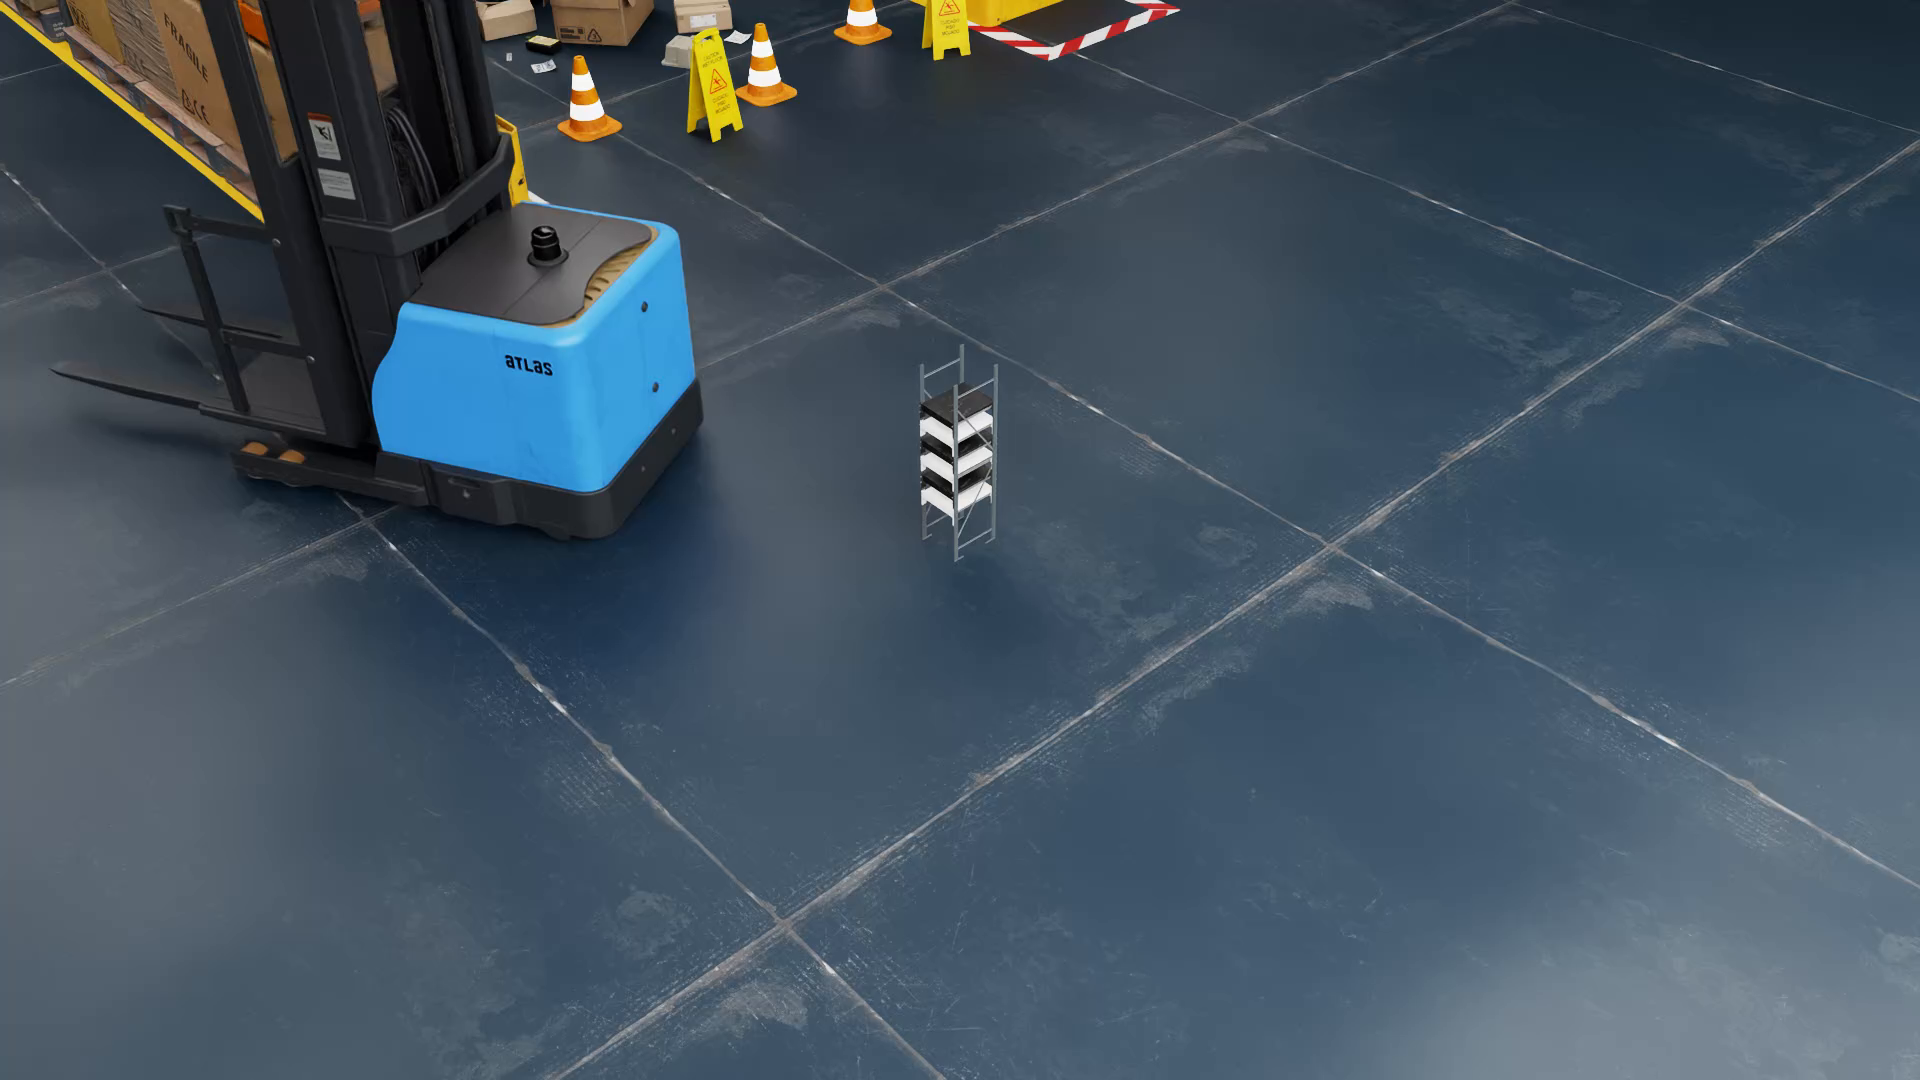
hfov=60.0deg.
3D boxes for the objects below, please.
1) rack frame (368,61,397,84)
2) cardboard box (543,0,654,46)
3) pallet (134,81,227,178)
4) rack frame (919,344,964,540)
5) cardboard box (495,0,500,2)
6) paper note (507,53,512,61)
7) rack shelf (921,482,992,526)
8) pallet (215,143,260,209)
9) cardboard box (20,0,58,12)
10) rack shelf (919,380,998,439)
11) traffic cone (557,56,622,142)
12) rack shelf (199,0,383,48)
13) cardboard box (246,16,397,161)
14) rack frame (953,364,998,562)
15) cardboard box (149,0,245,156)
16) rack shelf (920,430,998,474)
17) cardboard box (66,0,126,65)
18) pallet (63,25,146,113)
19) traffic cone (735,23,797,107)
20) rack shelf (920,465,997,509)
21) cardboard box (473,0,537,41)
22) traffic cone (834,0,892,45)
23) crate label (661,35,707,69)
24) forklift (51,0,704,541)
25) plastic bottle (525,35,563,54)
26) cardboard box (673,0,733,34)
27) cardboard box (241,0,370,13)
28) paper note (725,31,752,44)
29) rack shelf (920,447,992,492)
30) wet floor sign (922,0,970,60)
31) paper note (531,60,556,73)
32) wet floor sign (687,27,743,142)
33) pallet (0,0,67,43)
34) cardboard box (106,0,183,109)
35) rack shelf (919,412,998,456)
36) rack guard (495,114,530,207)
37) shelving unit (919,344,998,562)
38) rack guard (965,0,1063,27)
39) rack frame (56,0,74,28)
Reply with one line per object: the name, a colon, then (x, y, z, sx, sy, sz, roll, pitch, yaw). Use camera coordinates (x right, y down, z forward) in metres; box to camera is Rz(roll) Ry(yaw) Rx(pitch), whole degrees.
rack frame: (-3.015, -2.910, 8.465, 1.000, 3.000, 0.127, -30, 48, -32)
cardboard box: (-2.490, -3.826, 11.586, 0.637, 0.503, 0.797, 5, 39, 6)
pallet: (-4.434, -2.726, 10.457, 1.003, 0.211, 1.213, -30, 48, -32)
rack frame: (-0.074, -0.401, 7.030, 0.240, 0.900, 0.006, -30, 48, -32)
cardboard box: (-3.128, -4.308, 12.075, 0.797, 0.637, 0.503, -30, 48, -32)
paper note: (-3.067, -3.287, 11.312, 0.032, 0.001, 0.123, -8, 40, -10)
rack shelf: (-0.005, -0.188, 7.106, 0.258, 0.077, 0.200, -30, 48, -32)
pallet: (-3.613, -2.162, 9.758, 1.003, 0.211, 1.213, -30, 48, -32)
cardboard box: (-6.206, -4.298, 11.641, 1.050, 0.750, 0.750, -30, 48, -32)
rack shelf: (-0.005, -0.538, 6.823, 0.258, 0.077, 0.200, -30, 48, -32)
traffic cone: (-2.328, -2.772, 10.314, 0.336, 0.463, 0.334, -30, 48, -32)
rack shelf: (-4.367, -3.555, 9.837, 1.077, 0.370, 4.000, -30, 48, -32)
cardboard box: (-3.522, -2.532, 9.355, 0.875, 0.875, 0.875, -30, 47, -32)
rack frame: (0.063, -0.307, 6.914, 0.240, 0.900, 0.006, -30, 48, -32)
cardboard box: (-4.119, -2.938, 9.858, 0.875, 0.875, 0.875, -31, 48, -32)
rack shelf: (-0.005, -0.398, 6.936, 0.258, 0.077, 0.200, -30, 48, -32)
cardboard box: (-5.346, -3.777, 10.896, 0.875, 0.875, 0.875, -29, 47, -31)
pallet: (-5.263, -3.291, 11.157, 1.003, 0.211, 1.213, -30, 48, -32)
traffic cone: (-1.266, -3.095, 10.714, 0.336, 0.463, 0.334, -30, 48, -32)
rack shelf: (-0.005, -0.258, 7.049, 0.258, 0.077, 0.200, -30, 48, -32)
cardboard box: (-3.201, -3.684, 11.601, 0.396, 0.266, 0.258, -22, 44, -25)
traffic cone: (-0.678, -3.724, 11.492, 0.336, 0.463, 0.334, -30, 48, -32)
crate label: (-1.843, -3.305, 11.234, 0.298, 0.136, 0.250, 11, 40, 13)
forklift: (-2.783, -1.682, 7.000, 3.031, 2.935, 1.130, 12, 40, 14)
plastic bottle: (-2.884, -3.406, 11.419, 0.283, 0.061, 0.133, 18, 42, 21)
cardboard box: (-1.811, -3.699, 11.711, 0.380, 0.149, 0.250, -8, 40, -10)
cardboard box: (-3.299, -3.120, 8.607, 0.875, 0.550, 0.550, -30, 48, -32)
paper note: (-1.542, -3.496, 11.555, 0.142, 0.019, 0.148, 18, 42, 21)
rack shelf: (-0.005, -0.328, 6.993, 0.258, 0.077, 0.200, -30, 48, -32)
wet floor sign: (-0.097, -3.601, 11.196, 0.267, 0.644, 0.232, -15, 41, -17)
paper note: (-2.796, -3.182, 11.167, 0.144, 0.017, 0.142, -15, 41, -17)
wet floor sign: (-1.537, -2.822, 10.230, 0.232, 0.644, 0.267, 26, 45, 28)
pallet: (-6.297, -4.001, 12.036, 1.003, 0.211, 1.213, -30, 48, -32)
cardboard box: (-4.734, -3.361, 10.381, 0.875, 0.875, 0.875, -30, 47, -31)
rack shelf: (-0.005, -0.468, 6.880, 0.258, 0.077, 0.200, -30, 48, -32)
rack guard: (-2.998, -1.926, 9.237, 1.175, 0.500, 0.348, -30, 48, -32)
shelving unit: (-0.005, -0.354, 6.972, 0.258, 0.900, 0.210, -30, 48, -32)
rack guard: (0.512, -4.123, 11.957, 1.175, 0.500, 0.348, -30, 48, -32)
rack frame: (-5.720, -4.761, 10.757, 1.000, 3.000, 0.127, -30, 48, -32)
